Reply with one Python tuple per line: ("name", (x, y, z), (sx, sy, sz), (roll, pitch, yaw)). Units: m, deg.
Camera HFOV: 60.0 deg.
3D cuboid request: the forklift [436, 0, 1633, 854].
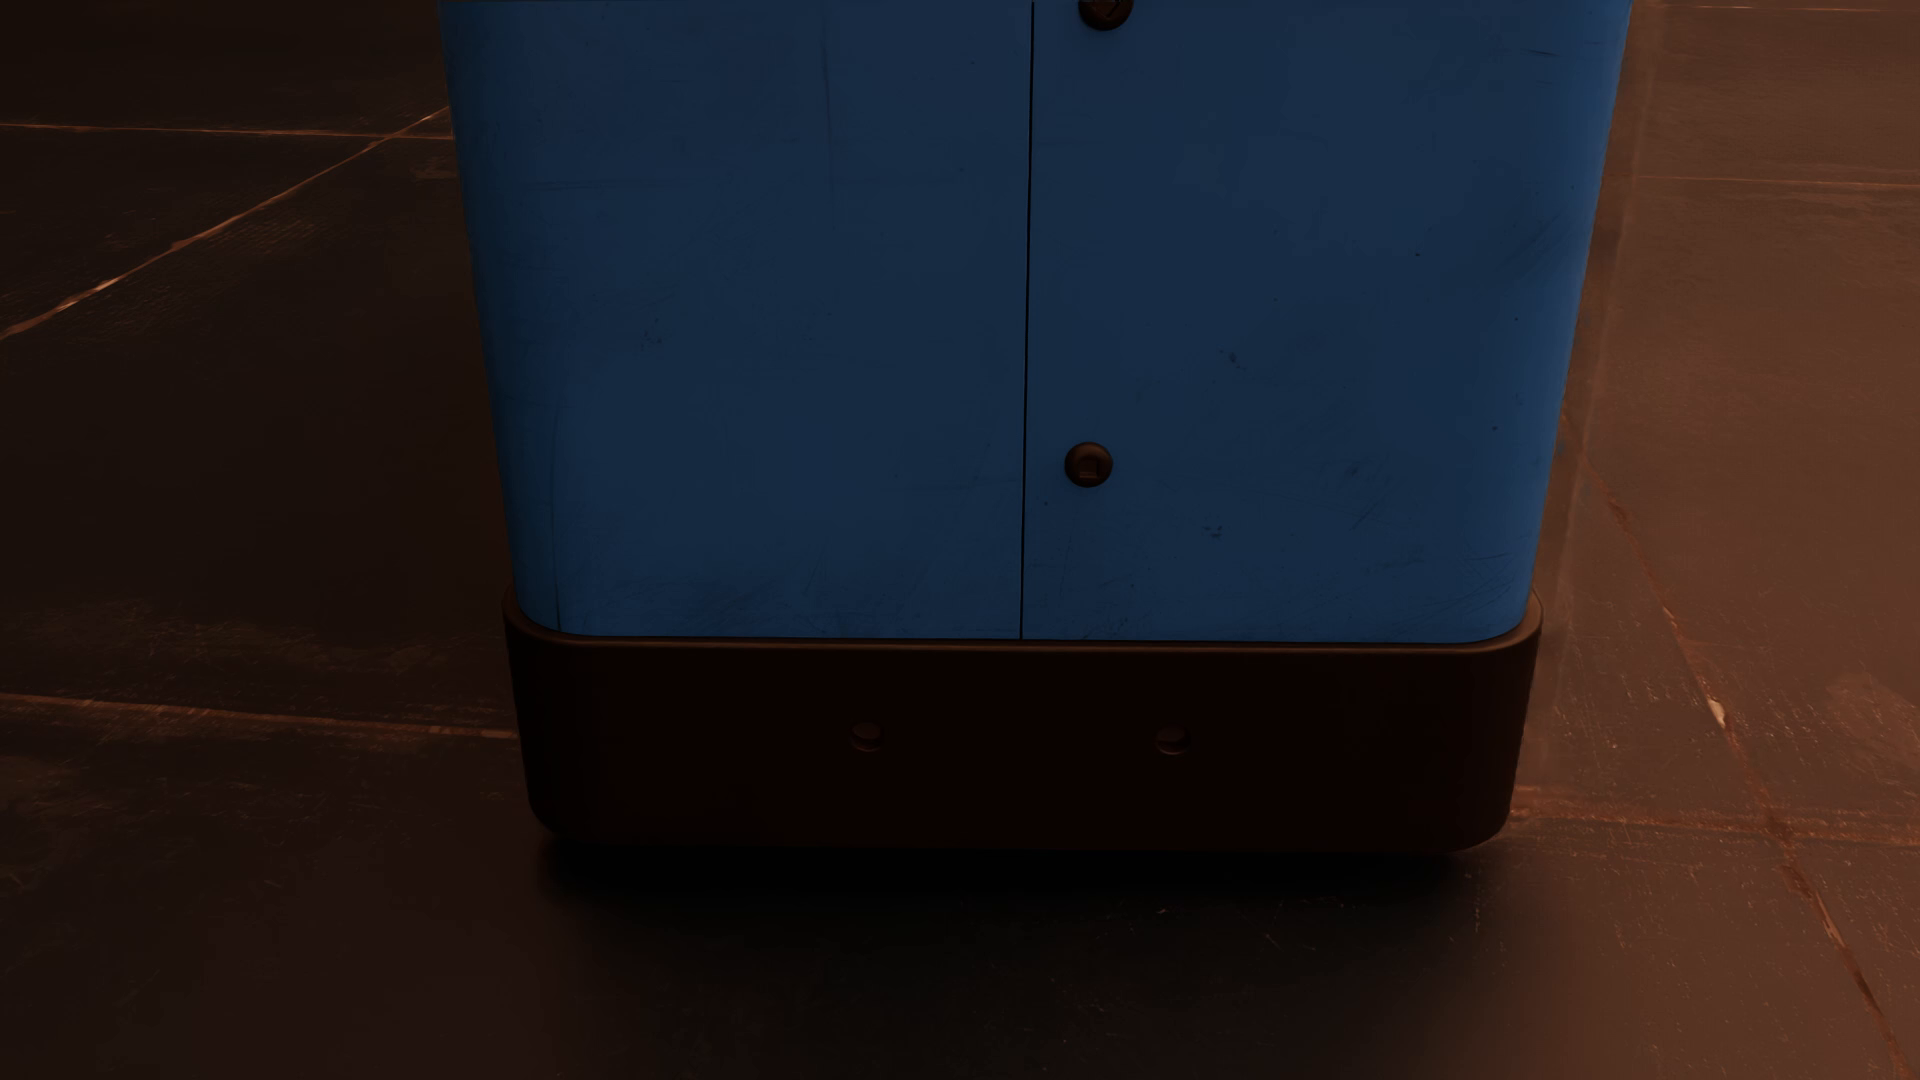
("forklift", (0.086, -1.605, 2.435), (1.130, 2.935, 3.031), (0, 27, 1))
